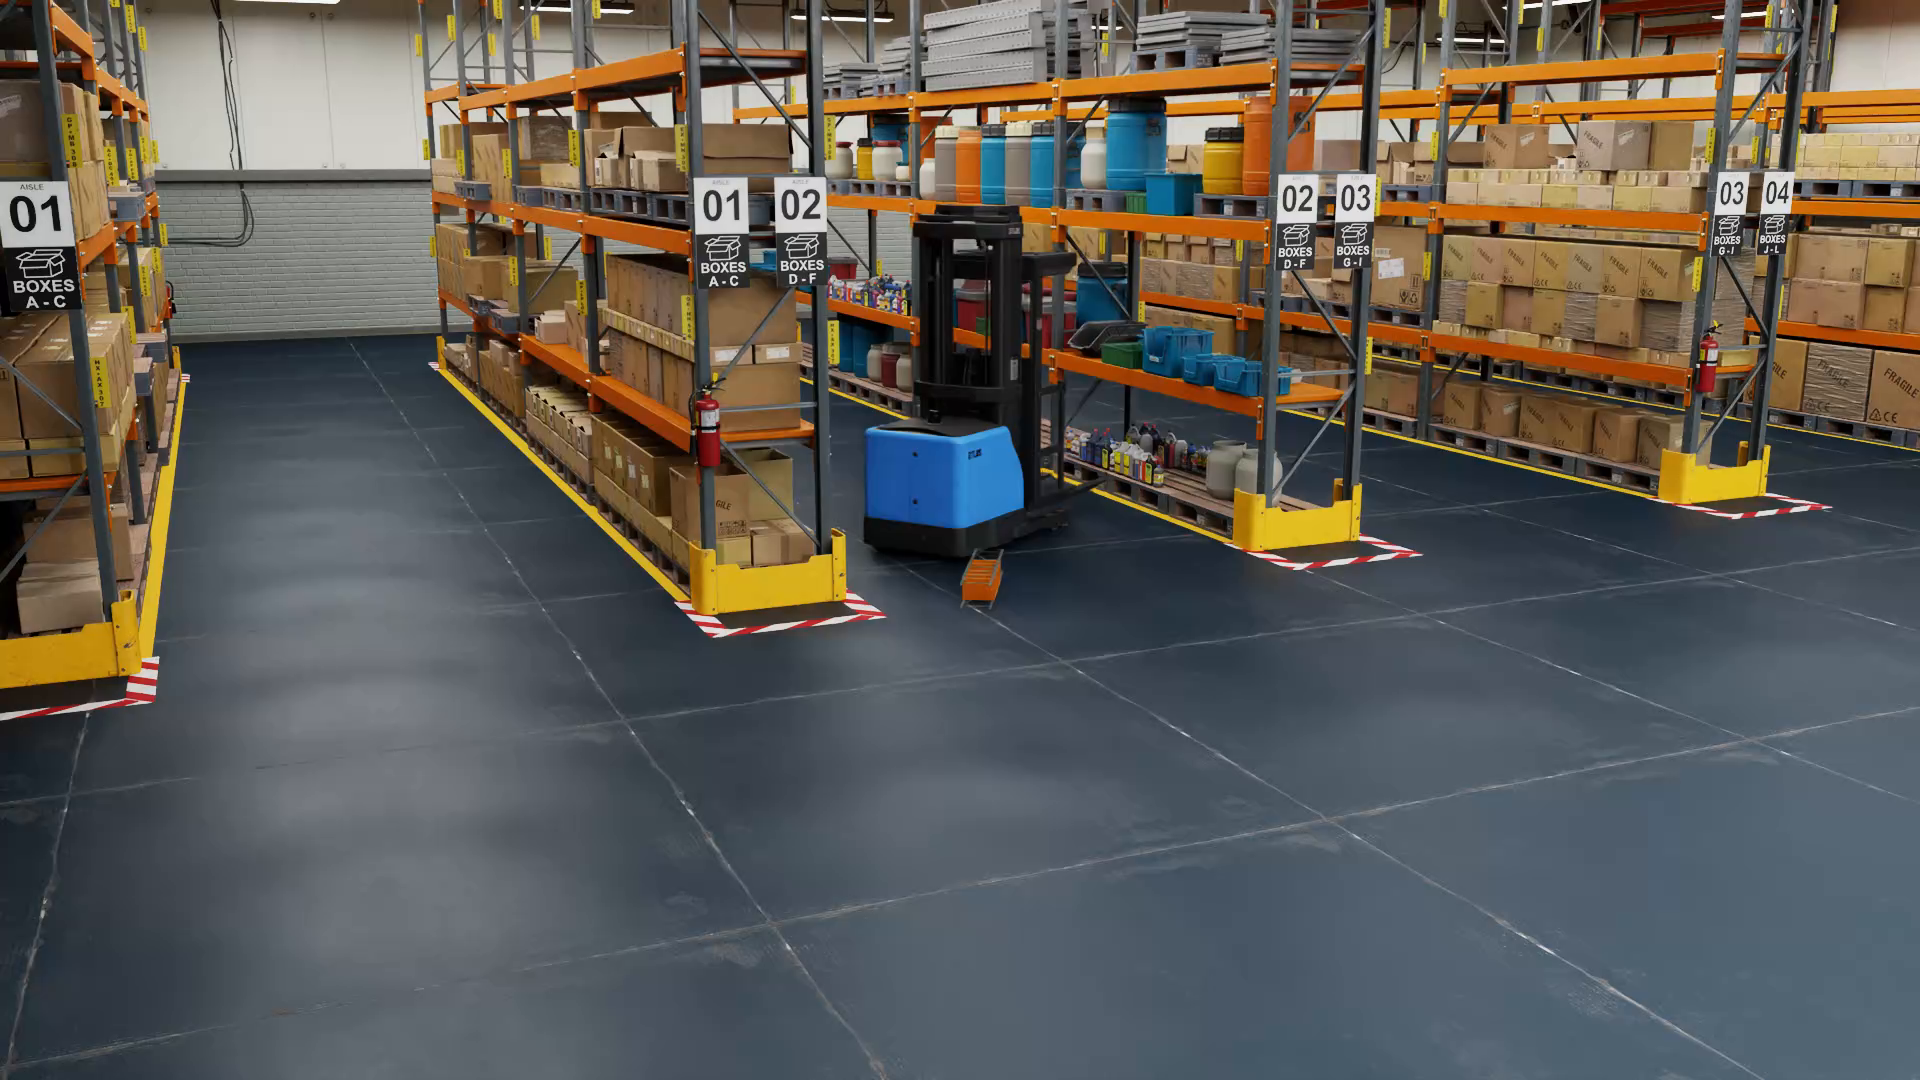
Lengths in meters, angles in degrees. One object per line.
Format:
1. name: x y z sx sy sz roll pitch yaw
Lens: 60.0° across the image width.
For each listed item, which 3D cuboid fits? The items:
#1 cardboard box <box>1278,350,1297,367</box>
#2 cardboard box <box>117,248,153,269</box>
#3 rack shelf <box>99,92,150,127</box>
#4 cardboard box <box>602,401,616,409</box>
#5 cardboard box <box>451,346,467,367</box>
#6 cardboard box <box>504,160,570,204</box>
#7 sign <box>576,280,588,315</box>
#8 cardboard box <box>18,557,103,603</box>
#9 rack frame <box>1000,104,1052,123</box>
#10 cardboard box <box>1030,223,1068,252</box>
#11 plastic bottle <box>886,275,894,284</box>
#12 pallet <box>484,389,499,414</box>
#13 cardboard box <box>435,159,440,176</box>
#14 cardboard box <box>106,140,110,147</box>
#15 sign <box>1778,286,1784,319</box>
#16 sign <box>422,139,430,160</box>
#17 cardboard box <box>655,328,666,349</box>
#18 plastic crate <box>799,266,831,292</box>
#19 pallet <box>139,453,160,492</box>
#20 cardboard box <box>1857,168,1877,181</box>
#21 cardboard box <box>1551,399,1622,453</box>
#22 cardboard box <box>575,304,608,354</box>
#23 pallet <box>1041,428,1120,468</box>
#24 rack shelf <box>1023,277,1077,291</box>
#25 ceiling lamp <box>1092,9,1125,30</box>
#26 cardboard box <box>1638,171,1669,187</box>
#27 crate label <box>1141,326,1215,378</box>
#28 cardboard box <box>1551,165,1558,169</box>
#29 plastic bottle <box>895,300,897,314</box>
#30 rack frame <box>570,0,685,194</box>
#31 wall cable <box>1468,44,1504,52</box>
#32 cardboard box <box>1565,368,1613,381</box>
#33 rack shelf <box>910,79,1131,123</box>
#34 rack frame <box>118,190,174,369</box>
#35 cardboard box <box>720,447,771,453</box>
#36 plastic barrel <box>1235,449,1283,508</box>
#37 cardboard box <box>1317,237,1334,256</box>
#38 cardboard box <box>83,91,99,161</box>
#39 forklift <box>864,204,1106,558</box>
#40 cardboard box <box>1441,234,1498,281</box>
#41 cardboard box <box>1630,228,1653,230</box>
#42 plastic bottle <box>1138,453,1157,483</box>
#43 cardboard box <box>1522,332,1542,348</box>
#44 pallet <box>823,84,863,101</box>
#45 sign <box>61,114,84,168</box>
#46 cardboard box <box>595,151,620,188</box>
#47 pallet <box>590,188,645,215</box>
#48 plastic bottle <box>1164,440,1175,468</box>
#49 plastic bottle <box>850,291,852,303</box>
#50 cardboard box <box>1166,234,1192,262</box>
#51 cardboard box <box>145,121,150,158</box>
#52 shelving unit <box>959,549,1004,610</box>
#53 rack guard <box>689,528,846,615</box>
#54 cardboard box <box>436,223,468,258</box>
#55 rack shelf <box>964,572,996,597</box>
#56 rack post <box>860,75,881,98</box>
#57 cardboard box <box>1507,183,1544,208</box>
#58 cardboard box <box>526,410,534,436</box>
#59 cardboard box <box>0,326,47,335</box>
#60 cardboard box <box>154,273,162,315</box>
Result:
1. cardboard box: 4.686 -2.394 23.131 0.700 0.500 0.500 -6 15 -26
2. cardboard box: -10.398 -3.514 20.812 0.500 0.250 0.500 -5 14 -22
3. rack shelf: -11.620 -5.809 22.496 1.077 0.370 4.000 -6 14 -23
4. cardboard box: -3.631 -1.378 18.093 0.500 0.311 0.500 -5 14 -21
5. cardboard box: -7.526 -2.824 25.539 0.500 0.250 0.500 -6 14 -23
6. cardboard box: -4.885 -4.238 19.653 0.910 0.500 0.500 -6 14 -23
7. sign: -3.570 -2.289 15.714 0.100 0.325 0.005 -6 14 -23
8. cardboard box: -6.435 0.287 11.964 0.500 0.311 0.500 -4 14 -18
9. rack frame: 1.194 -8.110 29.954 1.000 3.000 0.127 -6 14 -23
10. cardboard box: 1.552 -5.291 29.089 0.500 0.500 0.500 -6 14 -24
11. plastic bottle: -1.000 -3.691 24.275 0.144 0.351 0.185 -6 14 -23
12. pallet: -5.921 -1.944 22.800 1.003 0.211 1.213 -6 14 -23
13. cardboard box: -7.723 -5.692 25.381 0.500 0.250 0.500 -6 14 -23
14. cardboard box: -9.934 -4.232 18.653 0.700 0.500 0.500 -5 14 -20
15. sign: 8.101 -2.352 16.462 0.100 0.325 0.005 -6 14 -23
16. sign: -8.381 -6.131 26.119 0.100 0.325 0.005 -6 14 -23
17. cardboard box: -2.322 -1.682 13.823 0.380 0.149 0.250 -5 14 -21
18. plastic crate: -2.241 -4.001 25.405 0.392 0.384 0.575 -6 14 -23
19. pallet: -8.905 -0.672 17.306 1.003 0.211 1.213 -6 14 -23
20. cardboard box: 10.933 -4.359 19.802 0.380 0.149 0.250 -6 14 -23
21. cardboard box: 6.864 -1.250 18.233 0.500 0.500 0.500 -4 14 -18
22. cardboard box: -3.781 -2.235 17.654 0.500 0.500 0.500 -6 14 -23
23. pallet: 1.113 -1.061 18.986 1.003 0.211 1.213 -6 14 -23
24. rack shelf: 1.995 -4.424 28.926 1.077 0.370 4.000 -6 14 -23
25. ceiling lamp: 2.442 -11.737 32.681 2.000 3.185 0.800 -6 14 -23
26. cardboard box: 6.999 -3.604 16.587 0.380 0.149 0.250 -6 14 -25
27. crate label: 2.080 -1.807 15.948 0.502 0.435 0.616 -6 14 -23
28. cardboard box: 8.971 -5.470 24.605 0.380 0.149 0.250 -6 14 -25
29. plastic bottle: -0.814 -3.109 22.089 0.097 0.201 0.097 0 13 0
30. rack frame: -3.077 -4.737 15.379 1.000 3.000 0.127 -6 14 -23
31. wall cable: 13.733 -13.446 40.673 2.988 3.039 0.133 -6 14 -23
32. cardboard box: 9.499 -2.756 24.183 1.050 0.750 0.750 -5 14 -22
33. rack shelf: 0.662 -5.051 19.221 1.077 0.370 4.000 -6 14 -23
34. rack frame: -12.421 -3.845 24.831 1.000 3.000 0.127 -6 14 -23
35. cardboard box: -1.900 -0.554 14.116 0.500 0.500 0.500 -6 14 -23
36. plastic barrel: 2.732 -0.556 15.206 0.421 0.512 0.421 0 13 0
37. cardboard box: 6.722 -5.163 29.646 0.500 0.500 0.500 -6 14 -25
38. cardboard box: -6.717 -3.075 12.366 0.500 0.500 0.500 -6 14 -25
39. forklift: 0.368 -1.559 15.108 1.130 2.935 3.031 8 15 31
40. cardboard box: 5.948 -3.273 19.260 0.500 0.500 0.500 -6 14 -23
41. cardboard box: 12.217 -5.469 29.406 0.500 0.500 0.500 -6 14 -24
42. plastic bottle: 1.852 -0.716 16.376 0.152 0.276 0.135 -6 14 -23
43. cardboard box: 6.425 -2.205 18.304 0.380 0.149 0.250 -6 14 -23
44. pallet: -1.382 -6.381 23.790 1.003 0.211 1.213 -6 14 -23
45. sign: -5.515 -2.476 10.324 0.100 0.325 0.005 -6 14 -23
46. cardboard box: -2.901 -3.265 14.630 0.500 0.311 0.500 -6 15 -26
47. pallet: -2.712 -3.058 14.976 1.003 0.211 1.213 -6 14 -23
48. plastic bottle: 2.155 -0.895 17.131 0.061 0.283 0.133 -6 14 -23
49. plastic bottle: -1.513 -3.469 23.647 0.097 0.201 0.097 0 13 0
50. cardboard box: 3.588 -4.497 25.203 0.797 0.503 0.637 -5 14 -21
51. cardboard box: -11.471 -5.514 22.906 0.500 0.500 0.500 -6 14 -25
52. shelving unit: 0.178 0.300 13.144 0.258 0.189 1.200 1 13 6
53. rack guard: -1.465 0.235 12.745 1.175 0.500 0.348 -6 14 -23
54. cardboard box: -7.948 -4.714 26.145 0.500 0.500 0.500 -5 14 -21
55. rack shelf: 0.157 0.344 12.954 0.258 0.180 0.103 1 13 6
56. rack post: -0.814 -6.186 22.750 0.937 0.300 0.954 -4 14 -17
57. cardboard box: 6.353 -3.768 18.177 0.500 0.250 0.500 -6 14 -25
58. cardboard box: -4.739 -1.371 19.307 0.500 0.250 0.500 -6 14 -23
59. cardboard box: -7.219 -1.341 12.638 0.500 0.500 0.500 -5 14 -21
60. cardboard box: -11.021 -3.278 21.717 0.980 0.700 0.700 -5 14 -22
